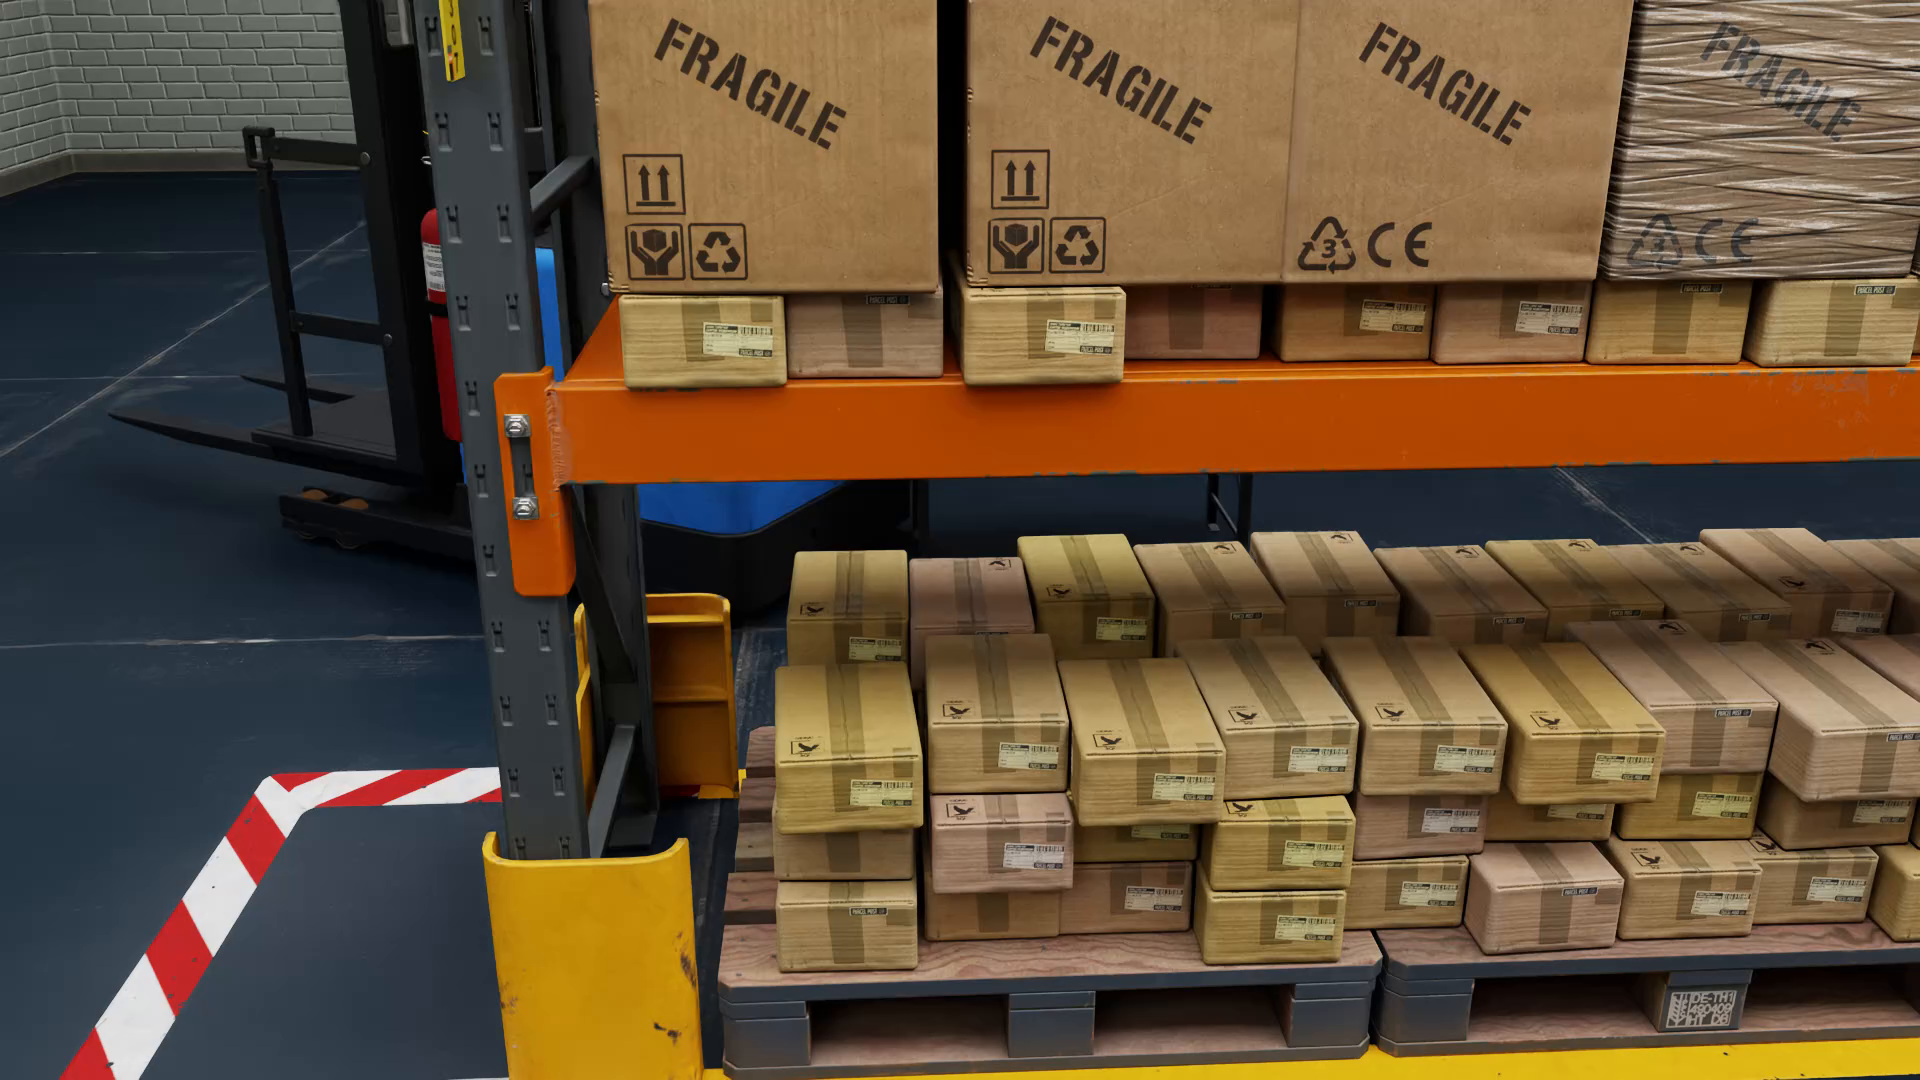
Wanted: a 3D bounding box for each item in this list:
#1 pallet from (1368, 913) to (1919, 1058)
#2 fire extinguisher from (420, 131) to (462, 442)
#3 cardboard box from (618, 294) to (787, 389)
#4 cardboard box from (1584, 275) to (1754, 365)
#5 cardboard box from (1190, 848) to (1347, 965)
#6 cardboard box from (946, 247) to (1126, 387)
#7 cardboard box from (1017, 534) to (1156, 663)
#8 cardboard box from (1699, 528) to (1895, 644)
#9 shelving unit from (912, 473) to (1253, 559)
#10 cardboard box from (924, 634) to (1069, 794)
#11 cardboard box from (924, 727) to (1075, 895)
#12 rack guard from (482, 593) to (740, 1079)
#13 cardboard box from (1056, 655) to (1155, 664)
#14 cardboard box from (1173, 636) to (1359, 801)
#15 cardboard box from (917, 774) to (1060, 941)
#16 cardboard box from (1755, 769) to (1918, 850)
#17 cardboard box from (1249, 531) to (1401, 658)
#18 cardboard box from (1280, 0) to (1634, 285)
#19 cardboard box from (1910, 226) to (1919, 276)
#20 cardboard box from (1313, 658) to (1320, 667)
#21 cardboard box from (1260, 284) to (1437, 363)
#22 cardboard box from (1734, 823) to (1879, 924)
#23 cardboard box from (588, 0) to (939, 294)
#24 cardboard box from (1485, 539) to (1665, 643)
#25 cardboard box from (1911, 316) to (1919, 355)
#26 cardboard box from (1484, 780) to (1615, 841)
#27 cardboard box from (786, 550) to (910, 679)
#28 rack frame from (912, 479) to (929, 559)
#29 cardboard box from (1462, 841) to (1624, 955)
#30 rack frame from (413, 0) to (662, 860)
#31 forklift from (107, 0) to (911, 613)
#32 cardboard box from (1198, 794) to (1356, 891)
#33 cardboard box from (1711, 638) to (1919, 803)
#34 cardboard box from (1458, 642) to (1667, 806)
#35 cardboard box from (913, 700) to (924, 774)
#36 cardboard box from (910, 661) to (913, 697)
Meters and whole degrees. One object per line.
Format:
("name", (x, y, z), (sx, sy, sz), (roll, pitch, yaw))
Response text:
("pallet", (1.355, 0.676, 3.550), (1.213, 0.211, 1.003), (-1, 21, -3))
("fire extinguisher", (-1.027, -0.547, 3.474), (0.183, 0.674, 0.296), (-1, 21, -3))
("cardboard box", (-0.407, -0.371, 2.733), (0.250, 0.149, 0.380), (-1, 21, -3))
("cardboard box", (1.147, -0.421, 2.864), (0.250, 0.149, 0.380), (0, 21, -1))
("cardboard box", (0.558, 0.633, 3.160), (0.250, 0.149, 0.380), (-1, 21, -2))
("cardboard box", (0.116, -0.378, 2.750), (0.250, 0.149, 0.380), (-2, 21, -5))
("cardboard box", (0.270, 0.124, 3.661), (0.250, 0.149, 0.380), (-2, 21, -4))
("cardboard box", (1.842, 0.108, 3.701), (0.250, 0.149, 0.380), (-1, 21, -2))
("shelving unit", (0.378, -0.663, 5.254), (1.048, 1.500, 0.538), (-1, 21, -4))
("cardboard box", (0.062, 0.321, 3.142), (0.250, 0.149, 0.380), (-1, 21, -2))
("cardboard box", (0.065, 0.494, 3.107), (0.250, 0.149, 0.380), (-1, 21, -3))
("rack guard", (-0.673, 0.568, 3.426), (0.348, 0.500, 1.175), (-1, 21, -3))
("cardboard box", (0.280, 0.275, 3.681), (0.250, 0.149, 0.380), (-2, 21, -5))
("cardboard box", (0.563, 0.327, 3.126), (0.250, 0.149, 0.380), (-2, 21, -6))
("cardboard box", (0.049, 0.606, 3.229), (0.250, 0.149, 0.380), (-1, 21, -3))
("cardboard box", (1.634, 0.439, 3.251), (0.250, 0.149, 0.380), (-2, 21, -6))
("cardboard box", (0.797, 0.116, 3.682), (0.250, 0.149, 0.380), (0, 21, -1))
("cardboard box", (0.737, -0.721, 2.739), (0.500, 0.500, 0.500), (-1, 21, -2))
("cardboard box", (1.762, -0.736, 2.779), (0.500, 0.500, 0.500), (-1, 21, -3))
("cardboard box", (0.796, 0.260, 3.720), (0.250, 0.149, 0.380), (-1, 21, -2))
("cardboard box", (0.639, -0.428, 2.883), (0.250, 0.149, 0.380), (-1, 21, -4))
("cardboard box", (1.574, 0.588, 3.278), (0.250, 0.149, 0.380), (-1, 21, -2))
("cardboard box", (-0.285, -0.695, 2.673), (0.500, 0.500, 0.500), (0, 21, 0))
("cardboard box", (1.327, 0.134, 3.633), (0.250, 0.149, 0.380), (-1, 21, -3))
("cardboard box", (1.666, -0.446, 2.931), (0.250, 0.149, 0.380), (-1, 21, -4))
("cardboard box", (1.095, 0.431, 3.271), (0.250, 0.149, 0.380), (0, 21, 0))
("cardboard box", (-0.235, 0.159, 3.569), (0.250, 0.149, 0.380), (-1, 21, -2))
("rack frame", (-0.129, -0.650, 5.220), (0.032, 1.500, 0.500), (-1, 21, -4))
("cardboard box", (1.061, 0.619, 3.195), (0.250, 0.149, 0.380), (-2, 21, -6))
("rack frame", (-0.749, -0.598, 2.977), (0.127, 3.000, 1.000), (-1, 21, -3))
("forklift", (-1.714, -1.492, 5.421), (3.031, 2.935, 1.130), (11, 23, 26))
("cardboard box", (0.567, 0.491, 3.115), (0.250, 0.149, 0.380), (-1, 21, -1))
("cardboard box", (1.606, 0.331, 3.117), (0.250, 0.149, 0.380), (-2, 21, -5))
("cardboard box", (1.106, 0.336, 3.104), (0.250, 0.149, 0.380), (-1, 21, -2))
("cardboard box", (0.015, 0.412, 3.741), (0.250, 0.149, 0.380), (-1, 21, -1))
("cardboard box", (-0.239, 0.286, 3.651), (0.250, 0.149, 0.380), (-2, 21, -5))
